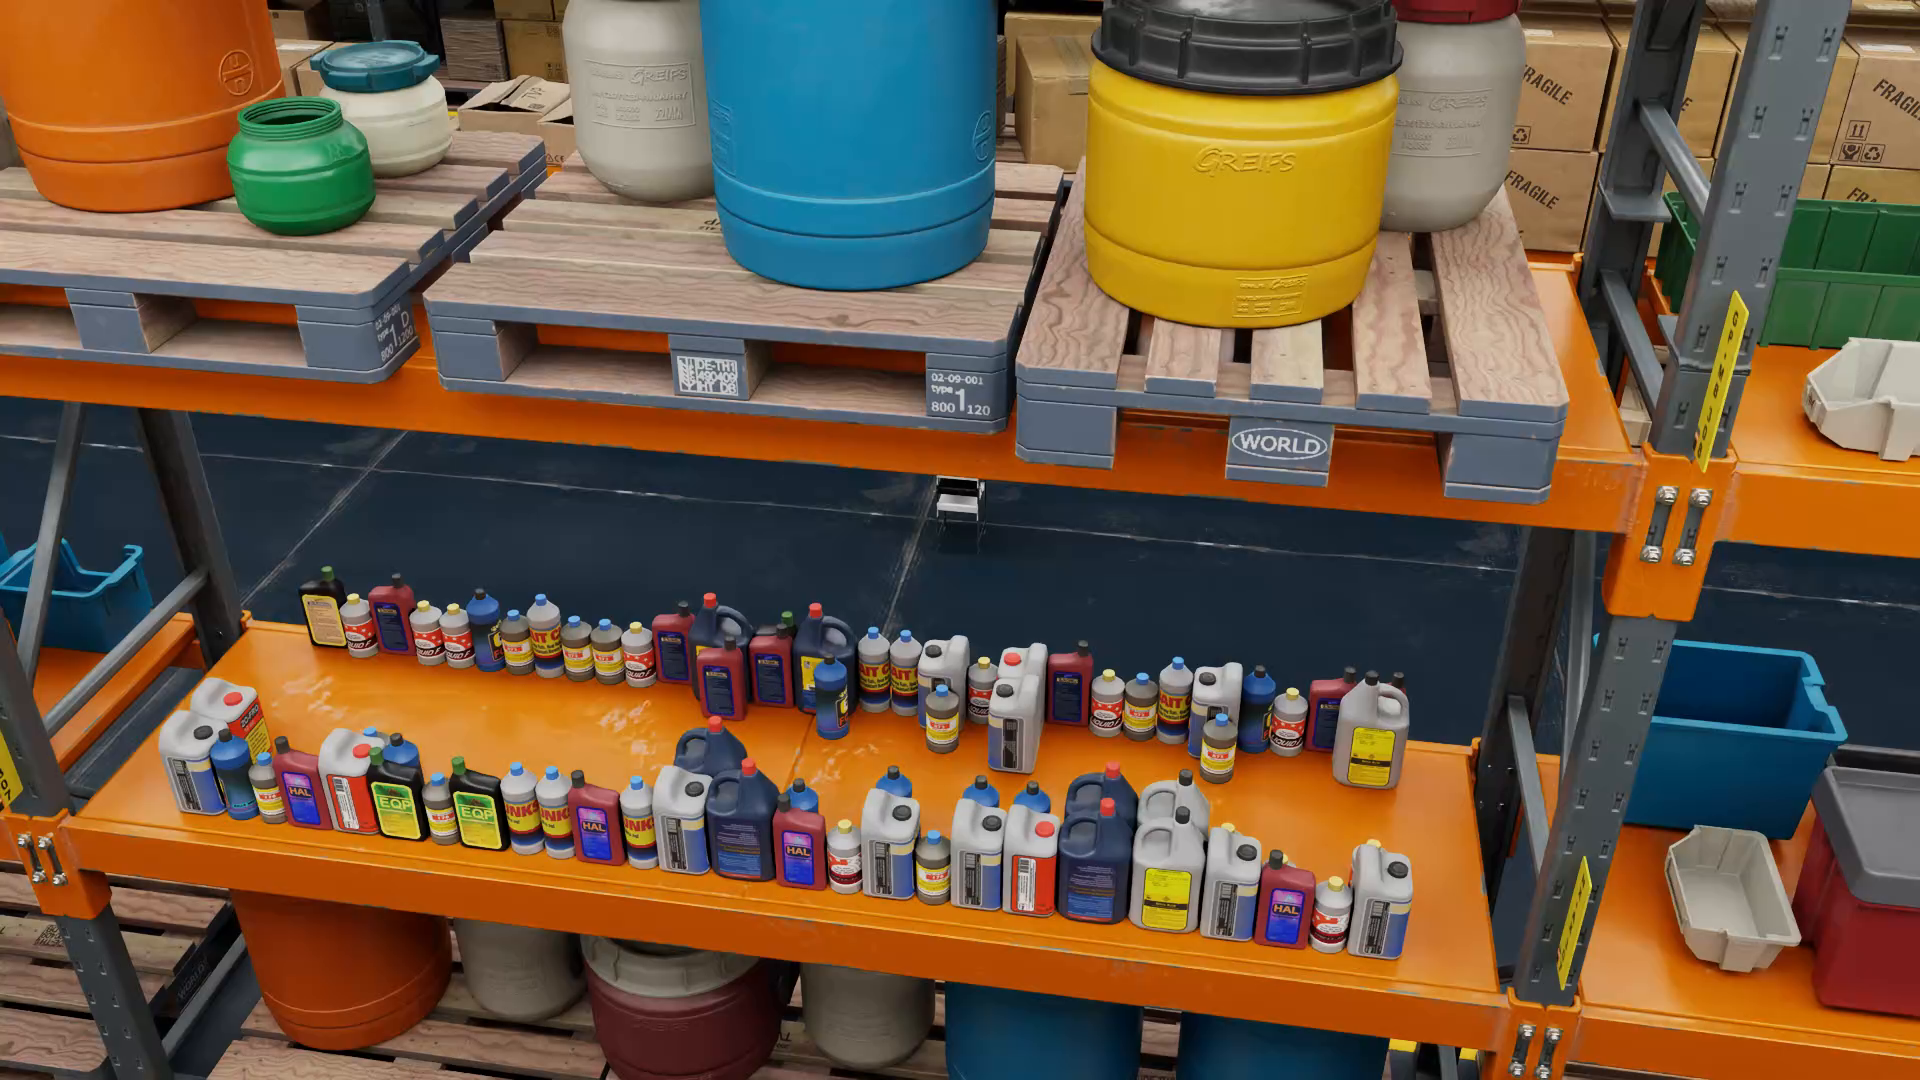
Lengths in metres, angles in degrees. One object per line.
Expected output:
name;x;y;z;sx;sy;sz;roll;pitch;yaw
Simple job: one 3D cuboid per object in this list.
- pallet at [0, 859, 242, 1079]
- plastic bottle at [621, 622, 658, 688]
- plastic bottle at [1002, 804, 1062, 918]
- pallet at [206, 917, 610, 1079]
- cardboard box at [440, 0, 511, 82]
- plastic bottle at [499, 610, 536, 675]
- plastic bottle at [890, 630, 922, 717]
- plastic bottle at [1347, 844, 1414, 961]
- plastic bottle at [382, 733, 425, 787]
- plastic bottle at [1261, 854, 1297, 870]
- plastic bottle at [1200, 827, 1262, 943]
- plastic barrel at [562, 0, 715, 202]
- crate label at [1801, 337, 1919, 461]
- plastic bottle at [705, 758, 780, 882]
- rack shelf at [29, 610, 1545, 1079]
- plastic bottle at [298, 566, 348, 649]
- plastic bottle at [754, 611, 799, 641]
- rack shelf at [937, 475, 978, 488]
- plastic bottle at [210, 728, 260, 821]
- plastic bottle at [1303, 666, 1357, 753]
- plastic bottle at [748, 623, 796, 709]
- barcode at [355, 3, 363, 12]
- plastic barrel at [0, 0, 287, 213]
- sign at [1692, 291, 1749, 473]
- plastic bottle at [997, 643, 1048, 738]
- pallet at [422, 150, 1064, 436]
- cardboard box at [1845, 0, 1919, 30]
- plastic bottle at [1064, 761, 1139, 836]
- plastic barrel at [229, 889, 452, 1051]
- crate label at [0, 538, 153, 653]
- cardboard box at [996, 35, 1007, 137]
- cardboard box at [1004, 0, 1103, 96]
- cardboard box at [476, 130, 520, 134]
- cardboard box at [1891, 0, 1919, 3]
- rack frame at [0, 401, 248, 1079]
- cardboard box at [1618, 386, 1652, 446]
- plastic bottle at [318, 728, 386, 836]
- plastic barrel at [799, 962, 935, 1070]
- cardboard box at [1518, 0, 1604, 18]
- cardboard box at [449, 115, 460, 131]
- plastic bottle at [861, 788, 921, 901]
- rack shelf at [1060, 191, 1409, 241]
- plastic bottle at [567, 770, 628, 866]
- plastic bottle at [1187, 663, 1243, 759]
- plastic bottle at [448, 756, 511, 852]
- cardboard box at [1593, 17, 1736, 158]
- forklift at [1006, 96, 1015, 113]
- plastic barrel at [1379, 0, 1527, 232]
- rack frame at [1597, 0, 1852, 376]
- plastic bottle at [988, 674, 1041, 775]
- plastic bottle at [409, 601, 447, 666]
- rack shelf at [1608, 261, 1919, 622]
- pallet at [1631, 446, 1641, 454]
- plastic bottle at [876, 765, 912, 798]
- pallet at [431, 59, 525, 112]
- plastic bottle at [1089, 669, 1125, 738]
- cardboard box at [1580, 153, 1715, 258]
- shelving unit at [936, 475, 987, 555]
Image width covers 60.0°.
pallet;-3.215;1.436;5.757;1.213;0.211;1.003;5;32;8
plastic bottle;-0.977;0.342;5.064;0.097;0.201;0.097;0;32;0
plastic bottle;0.185;0.809;4.247;0.135;0.276;0.152;5;32;8
pallet;-1.674;1.574;5.536;1.213;0.211;1.003;5;32;8
cardboard box;-4.006;-4.265;14.178;0.500;0.500;0.700;6;33;10
plastic bottle;-1.361;0.307;5.119;0.097;0.201;0.097;0;32;0
plastic bottle;-0.158;0.387;4.927;0.097;0.271;0.097;0;32;0
plastic bottle;1.042;0.887;4.123;0.135;0.276;0.152;5;32;8
plastic bottle;-1.510;0.640;4.522;0.097;0.271;0.097;0;32;0
plastic bottle;0.802;0.879;4.206;0.097;0.201;0.097;0;32;0
plastic bottle;0.682;0.854;4.175;0.135;0.276;0.152;5;32;8
plastic barrel;-0.685;-1.084;3.804;0.433;0.535;0.433;0;32;0
crate label;1.919;-0.264;3.266;0.466;0.136;0.293;5;32;8
plastic bottle;-0.562;0.712;4.331;0.185;0.351;0.144;5;32;8
rack shelf;-0.486;0.827;4.780;4.000;0.370;1.077;5;32;8
plastic bottle;-1.987;0.206;5.204;0.133;0.283;0.061;5;32;8
plastic bottle;-0.547;0.336;4.995;0.133;0.283;0.061;5;32;8
rack shelf;0.008;-0.352;8.028;0.200;0.077;0.258;5;32;8
plastic bottle;-1.976;0.630;4.537;0.097;0.271;0.097;0;32;0
plastic bottle;1.064;0.482;4.762;0.133;0.283;0.061;5;32;8
plastic bottle;-0.557;0.368;4.944;0.133;0.283;0.061;5;32;8
barcode;-5.226;-4.631;14.461;0.075;0.075;0.001;5;32;8
plastic barrel;-1.899;-1.236;3.769;0.708;0.830;0.600;5;32;8
sign;1.391;-0.287;3.046;0.005;0.325;0.100;5;32;8
plastic bottle;0.180;0.430;4.853;0.135;0.276;0.152;5;32;8
pallet;-0.422;-0.609;3.747;1.213;0.211;1.003;5;32;8
cardboard box;4.362;-2.311;8.079;0.500;0.500;0.500;5;32;8
plastic bottle;0.366;0.719;4.321;0.185;0.351;0.144;5;32;8
plastic barrel;-1.973;1.120;5.283;0.708;0.830;0.600;5;32;8
crate label;-2.810;0.181;5.292;0.416;0.233;0.303;5;32;8
cardboard box;-0.112;-2.288;8.589;0.500;0.500;0.700;11;34;17
cardboard box;0.774;-3.889;13.266;0.750;0.750;0.750;5;32;8
cardboard box;-2.554;-2.076;8.976;0.250;0.149;0.380;5;32;8
cardboard box;6.590;-4.291;11.996;0.700;0.700;0.980;7;33;10
rack frame;-2.458;0.344;4.874;0.127;3.000;1.000;5;32;8
cardboard box;3.554;-0.653;8.721;0.250;0.166;0.380;5;32;8
plastic bottle;-1.630;0.645;4.509;0.135;0.276;0.152;5;32;8
plastic barrel;-0.288;1.359;5.200;0.421;0.512;0.421;0;32;0
cardboard box;2.864;-2.446;8.294;0.500;0.500;0.500;5;32;8
cardboard box;-2.887;-2.225;9.214;0.250;0.149;0.380;8;33;12
plastic bottle;-0.176;0.777;4.299;0.135;0.276;0.152;5;32;8
rack shelf;0.351;-1.763;8.918;4.000;0.370;1.077;5;32;8
plastic bottle;-0.954;0.728;4.370;0.133;0.283;0.061;5;32;8
plastic bottle;0.732;0.480;4.773;0.135;0.276;0.152;5;32;8
plastic bottle;-1.278;0.698;4.417;0.133;0.283;0.061;5;32;8
cardboard box;3.248;-2.121;7.775;0.500;0.500;0.500;4;32;7
forklift;-0.696;-3.114;10.463;3.031;2.935;1.130;8;33;12
plastic barrel;1.008;-0.985;3.645;0.433;0.535;0.433;0;32;0
rack frame;1.485;-1.842;2.712;0.127;3.000;1.000;5;32;8
plastic bottle;0.155;0.510;4.726;0.135;0.276;0.152;5;32;8
plastic bottle;-1.649;0.281;5.161;0.097;0.201;0.097;0;32;0
rack shelf;3.457;-0.087;3.413;4.000;0.370;1.077;5;32;8
pallet;2.999;-0.646;9.083;1.213;0.211;1.003;5;32;8
plastic bottle;-0.174;0.712;4.407;0.097;0.271;0.097;0;32;0
pallet;-3.966;-3.944;14.352;1.213;0.211;1.003;5;32;8
plastic bottle;0.431;0.470;4.860;0.097;0.201;0.097;0;32;0
cardboard box;3.284;-1.700;8.045;0.500;0.500;0.500;6;32;9
shelving unit;0.008;-0.381;8.010;0.210;0.900;0.258;5;32;8
